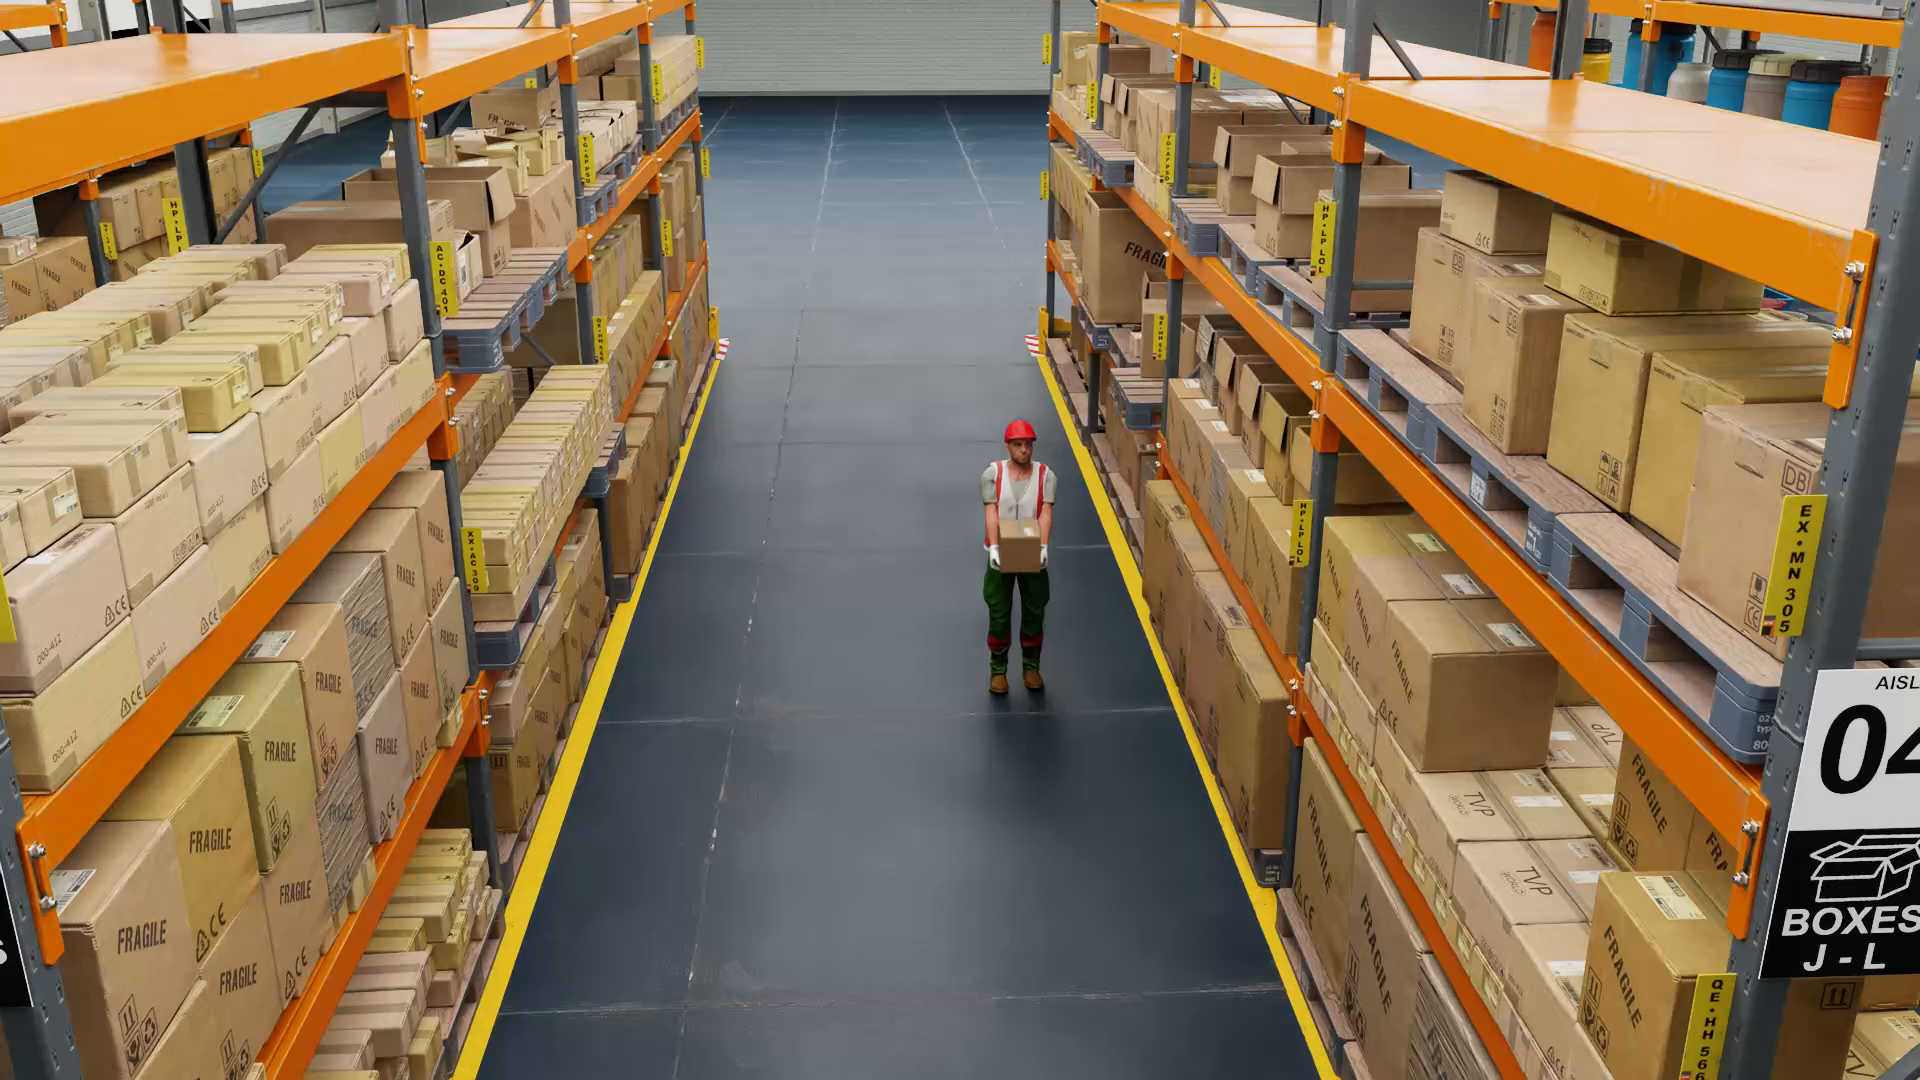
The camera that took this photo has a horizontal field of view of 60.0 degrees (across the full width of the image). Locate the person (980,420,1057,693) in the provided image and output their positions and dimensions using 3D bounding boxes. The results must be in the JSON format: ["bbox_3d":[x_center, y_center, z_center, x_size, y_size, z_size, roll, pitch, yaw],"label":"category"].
[{"bbox_3d":[0.380,0.134,10.684,0.494,1.782,0.570,-1,20,-2],"label":"person"}]
